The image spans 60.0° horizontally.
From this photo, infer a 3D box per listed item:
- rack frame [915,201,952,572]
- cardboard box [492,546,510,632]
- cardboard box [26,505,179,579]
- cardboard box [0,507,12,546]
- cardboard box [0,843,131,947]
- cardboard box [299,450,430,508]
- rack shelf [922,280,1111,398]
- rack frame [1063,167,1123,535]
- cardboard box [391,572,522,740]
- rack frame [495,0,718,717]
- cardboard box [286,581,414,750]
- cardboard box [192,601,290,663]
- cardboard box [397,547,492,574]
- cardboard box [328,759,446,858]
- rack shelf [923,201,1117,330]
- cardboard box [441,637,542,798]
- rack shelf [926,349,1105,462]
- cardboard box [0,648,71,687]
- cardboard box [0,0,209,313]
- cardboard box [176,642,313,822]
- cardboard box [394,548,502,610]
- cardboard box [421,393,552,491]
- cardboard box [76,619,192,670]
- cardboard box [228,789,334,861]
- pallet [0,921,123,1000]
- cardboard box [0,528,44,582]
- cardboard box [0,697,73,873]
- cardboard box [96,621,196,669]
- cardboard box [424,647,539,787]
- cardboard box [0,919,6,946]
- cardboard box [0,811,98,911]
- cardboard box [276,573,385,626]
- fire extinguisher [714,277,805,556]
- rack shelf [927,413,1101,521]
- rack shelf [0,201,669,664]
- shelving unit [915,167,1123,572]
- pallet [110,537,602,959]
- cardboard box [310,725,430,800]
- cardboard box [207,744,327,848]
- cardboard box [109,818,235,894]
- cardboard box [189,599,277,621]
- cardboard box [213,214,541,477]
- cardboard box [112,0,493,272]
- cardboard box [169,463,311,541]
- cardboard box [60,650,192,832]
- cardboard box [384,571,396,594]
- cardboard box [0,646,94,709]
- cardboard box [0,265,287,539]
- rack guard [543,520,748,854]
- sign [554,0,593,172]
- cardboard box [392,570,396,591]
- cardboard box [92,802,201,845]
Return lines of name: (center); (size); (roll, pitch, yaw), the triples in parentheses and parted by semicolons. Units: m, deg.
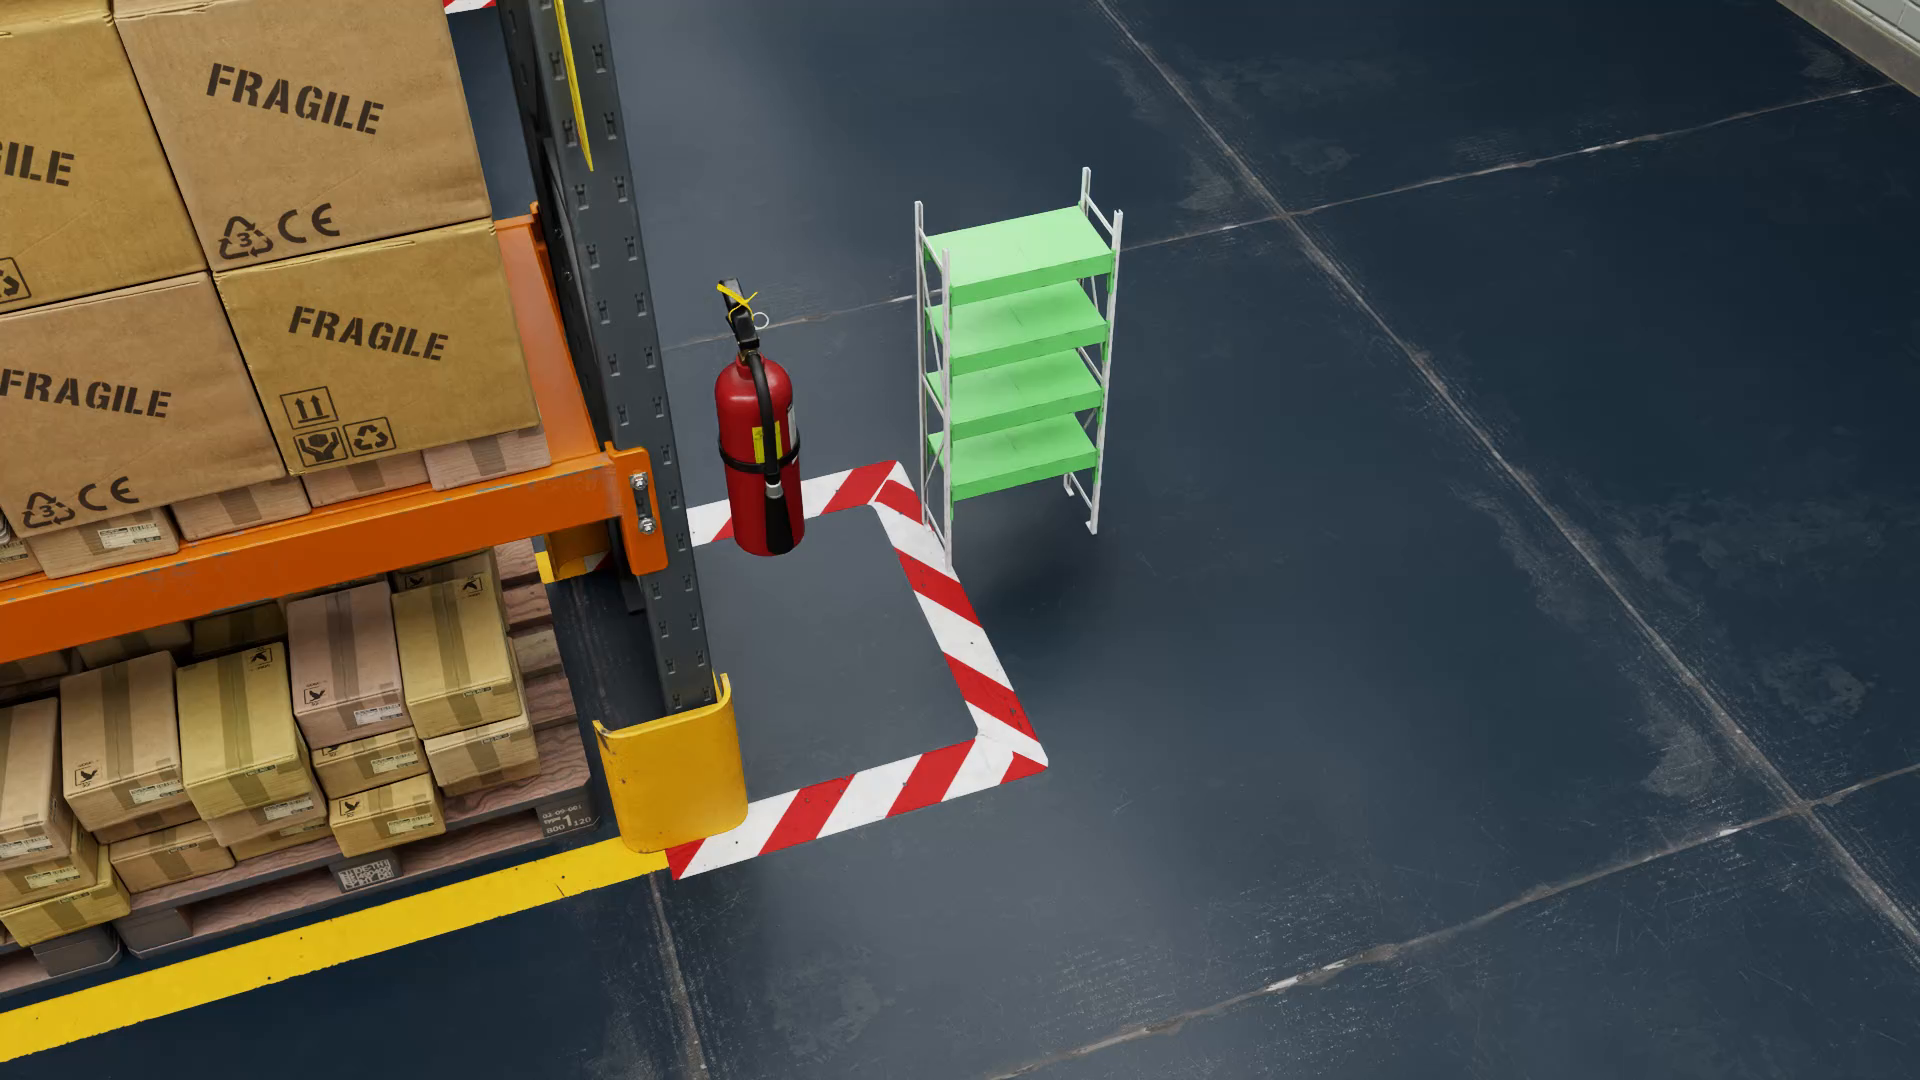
rack frame: (-0.074, -0.405, 4.806); (0.015, 1.200, 0.240); (-14, 47, -14)
cardboard box: (-1.446, 0.110, 4.739); (0.250, 0.149, 0.380); (-13, 47, -13)
cardboard box: (-1.765, -0.123, 3.432); (0.250, 0.149, 0.380); (-13, 47, -13)
cardboard box: (-2.140, -0.273, 3.123); (0.500, 0.500, 0.500); (-14, 47, -14)
cardboard box: (-2.201, 0.770, 4.081); (0.250, 0.149, 0.380); (-16, 47, -16)
cardboard box: (-1.302, -0.270, 3.579); (0.250, 0.149, 0.380); (-14, 47, -14)
rack shelf: (0.156, -0.588, 4.740); (0.480, 0.148, 0.258); (-14, 47, -14)
rack frame: (0.385, -0.522, 4.923); (0.015, 1.200, 0.240); (-14, 47, -14)
cardboard box: (-1.257, 0.284, 4.146); (0.250, 0.149, 0.380); (-14, 47, -13)
rack frame: (-0.845, -0.661, 3.791); (0.127, 3.000, 1.000); (-14, 47, -14)
cardboard box: (-1.513, 0.306, 4.124); (0.250, 0.149, 0.380); (-13, 47, -13)
cardboard box: (-1.902, 0.194, 4.446); (0.250, 0.149, 0.380); (-14, 47, -13)
cardboard box: (-1.453, -0.113, 4.541); (0.250, 0.149, 0.380); (-16, 47, -16)
cardboard box: (-1.477, 0.592, 4.258); (0.250, 0.149, 0.380); (-13, 47, -13)
rack shelf: (0.156, -0.757, 4.570); (0.480, 0.148, 0.258); (-14, 47, -14)
cardboard box: (-1.269, 0.463, 4.387); (0.250, 0.149, 0.380); (-14, 47, -13)
rack shelf: (0.156, -0.418, 4.910); (0.480, 0.148, 0.258); (-14, 47, -14)
cardboard box: (-2.421, 0.184, 4.245); (0.250, 0.149, 0.380); (-13, 46, -12)
cardboard box: (-1.668, -0.756, 2.899); (0.500, 0.500, 0.500); (-16, 47, -15)
cardboard box: (-1.713, 0.453, 3.977); (0.250, 0.149, 0.380); (-15, 47, -15)
cardboard box: (-1.425, 0.047, 4.591); (0.250, 0.149, 0.380); (-13, 46, -12)
cardboard box: (-1.056, -0.305, 3.614); (0.250, 0.149, 0.380); (-14, 47, -14)
cardboard box: (-2.157, 0.124, 4.305); (0.250, 0.149, 0.380); (-16, 47, -16)
cardboard box: (-1.755, 0.598, 4.252); (0.250, 0.149, 0.380); (-15, 47, -14)
pallet: (-2.838, 0.805, 4.299); (1.213, 0.211, 1.003); (-14, 47, -14)
cardboard box: (-2.023, -0.079, 3.389); (0.250, 0.149, 0.380); (-16, 47, -16)
cardboard box: (-2.212, 0.574, 3.856); (0.250, 0.149, 0.380); (-13, 46, -12)
cardboard box: (-2.180, 0.183, 4.456); (0.250, 0.149, 0.380); (-13, 47, -13)
cardboard box: (-1.244, 0.410, 4.230); (0.250, 0.149, 0.380); (-16, 47, -15)
cardboard box: (-2.465, 0.822, 4.029); (0.250, 0.149, 0.380); (-13, 47, -13)
cardboard box: (-2.215, 0.669, 3.972); (0.250, 0.149, 0.380); (-14, 47, -13)
cardboard box: (-1.672, 0.034, 4.395); (0.250, 0.149, 0.380); (-14, 47, -13)
fire extinguisher: (-0.451, -0.255, 3.704); (0.183, 0.674, 0.296); (-14, 47, -14)
rack shelf: (0.156, -0.249, 5.080); (0.480, 0.148, 0.258); (-14, 47, -14)
rack shelf: (-2.726, 0.074, 3.566); (4.000, 0.370, 1.077); (-14, 47, -14)
shelving unit: (0.156, -0.463, 4.865); (0.503, 1.200, 0.258); (-14, 47, -14)
pallet: (-1.693, 0.514, 4.589); (1.213, 0.211, 1.003); (-14, 47, -14)
cardboard box: (-1.509, 0.437, 4.203); (0.250, 0.149, 0.380); (-15, 47, -15)
cardboard box: (-1.733, 0.536, 4.105); (0.250, 0.149, 0.380); (-16, 47, -15)
cardboard box: (-1.982, 0.667, 4.184); (0.250, 0.149, 0.380); (-14, 47, -13)
cardboard box: (-1.952, 0.009, 4.420); (0.250, 0.149, 0.380); (-14, 47, -14)
cardboard box: (-1.180, -0.521, 3.371); (0.500, 0.500, 0.500); (-13, 47, -13)
cardboard box: (-1.191, -0.878, 3.021); (0.500, 0.500, 0.500); (-15, 47, -15)
cardboard box: (-1.533, -0.200, 3.509); (0.250, 0.149, 0.380); (-15, 47, -14)
cardboard box: (-1.978, 0.473, 3.957); (0.250, 0.149, 0.380); (-16, 47, -15)
cardboard box: (-1.702, 0.076, 4.563); (0.250, 0.149, 0.380); (-15, 47, -14)
cardboard box: (-2.397, 0.310, 4.330); (0.250, 0.149, 0.380); (-16, 47, -16)
cardboard box: (-1.666, -0.401, 3.251); (0.500, 0.500, 0.500); (-15, 47, -15)
rack guard: (-0.916, 0.240, 4.658); (0.348, 0.500, 1.175); (-14, 47, -14)
sign: (-0.675, -0.806, 2.895); (0.005, 0.325, 0.100); (-14, 47, -14)
cardboard box: (-1.665, 0.228, 4.622); (0.250, 0.149, 0.380); (-15, 47, -14)
cardboard box: (-2.020, 0.532, 4.109); (0.250, 0.149, 0.380); (-15, 47, -14)
